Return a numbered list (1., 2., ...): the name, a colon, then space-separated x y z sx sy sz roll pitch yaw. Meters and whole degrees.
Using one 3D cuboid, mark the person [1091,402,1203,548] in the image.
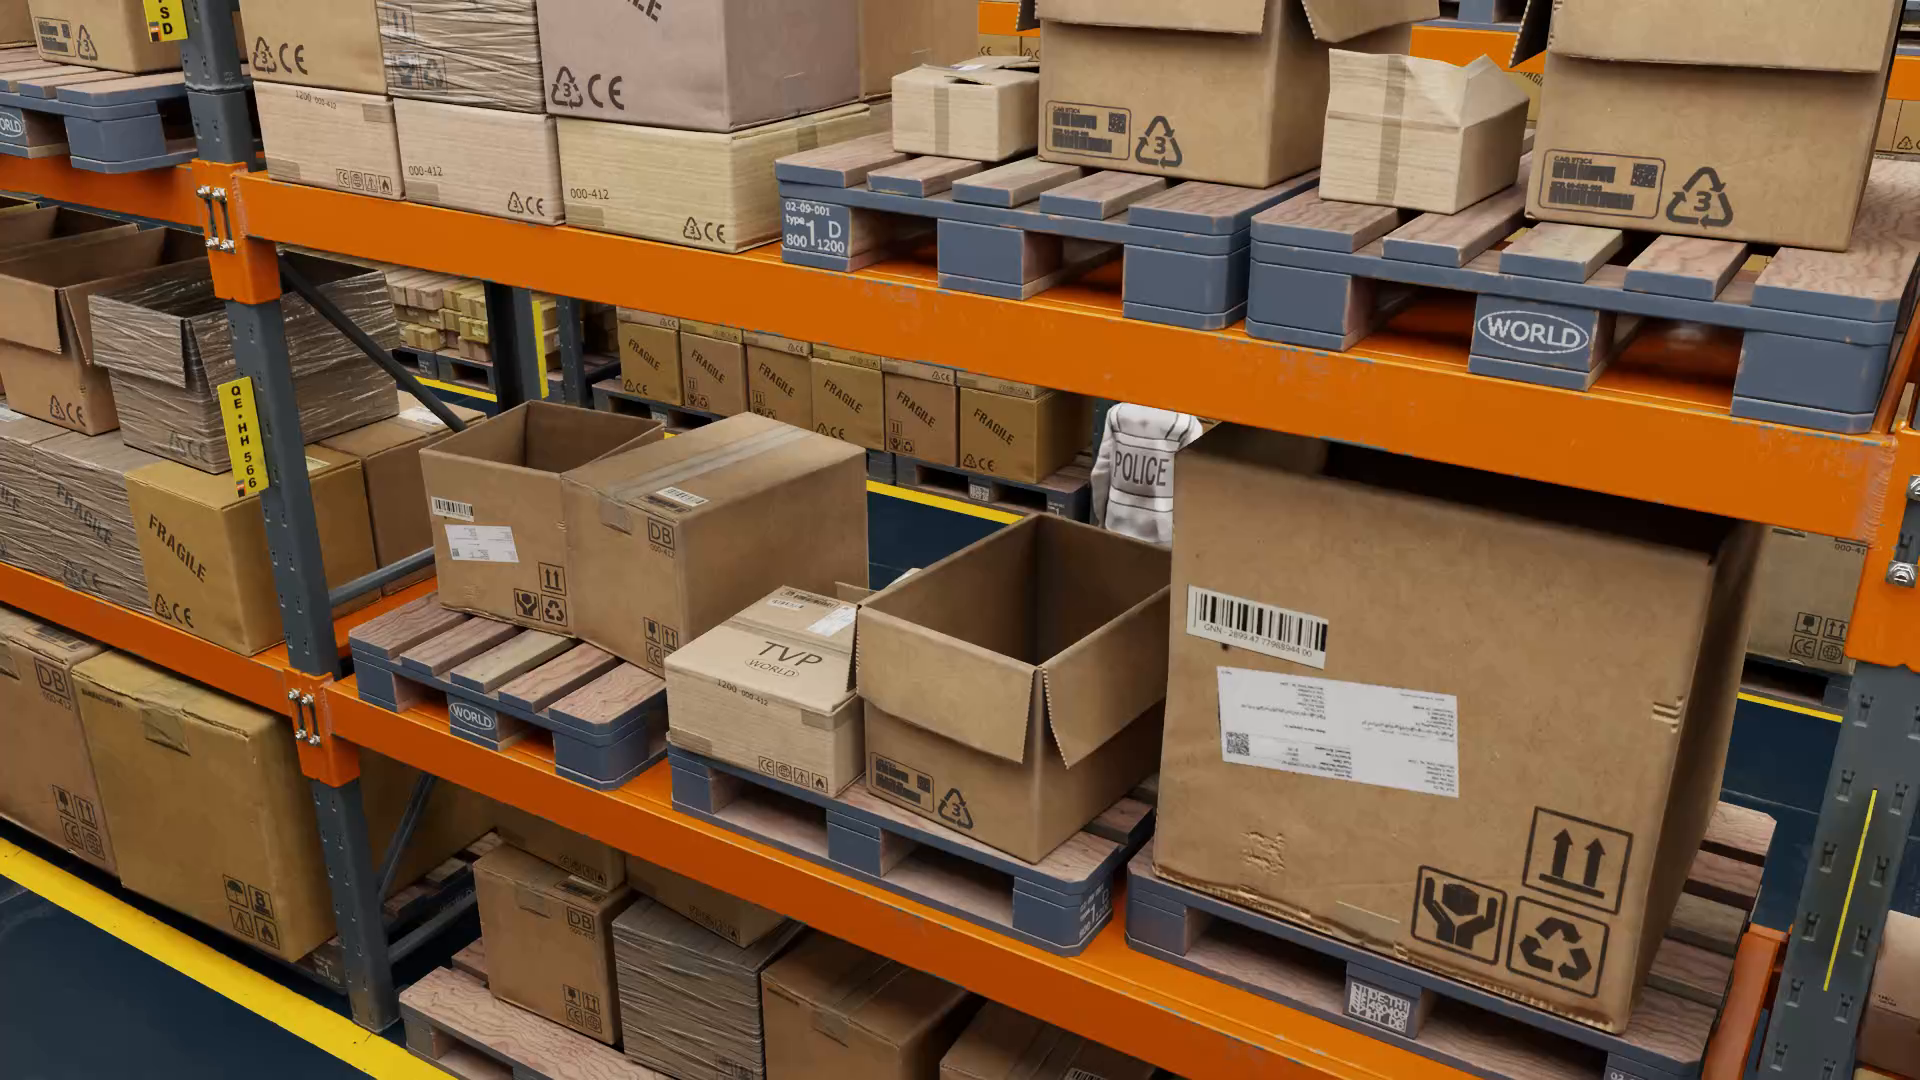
1. person: 0.831 -0.043 7.192 0.540 1.664 0.405 13 26 28
